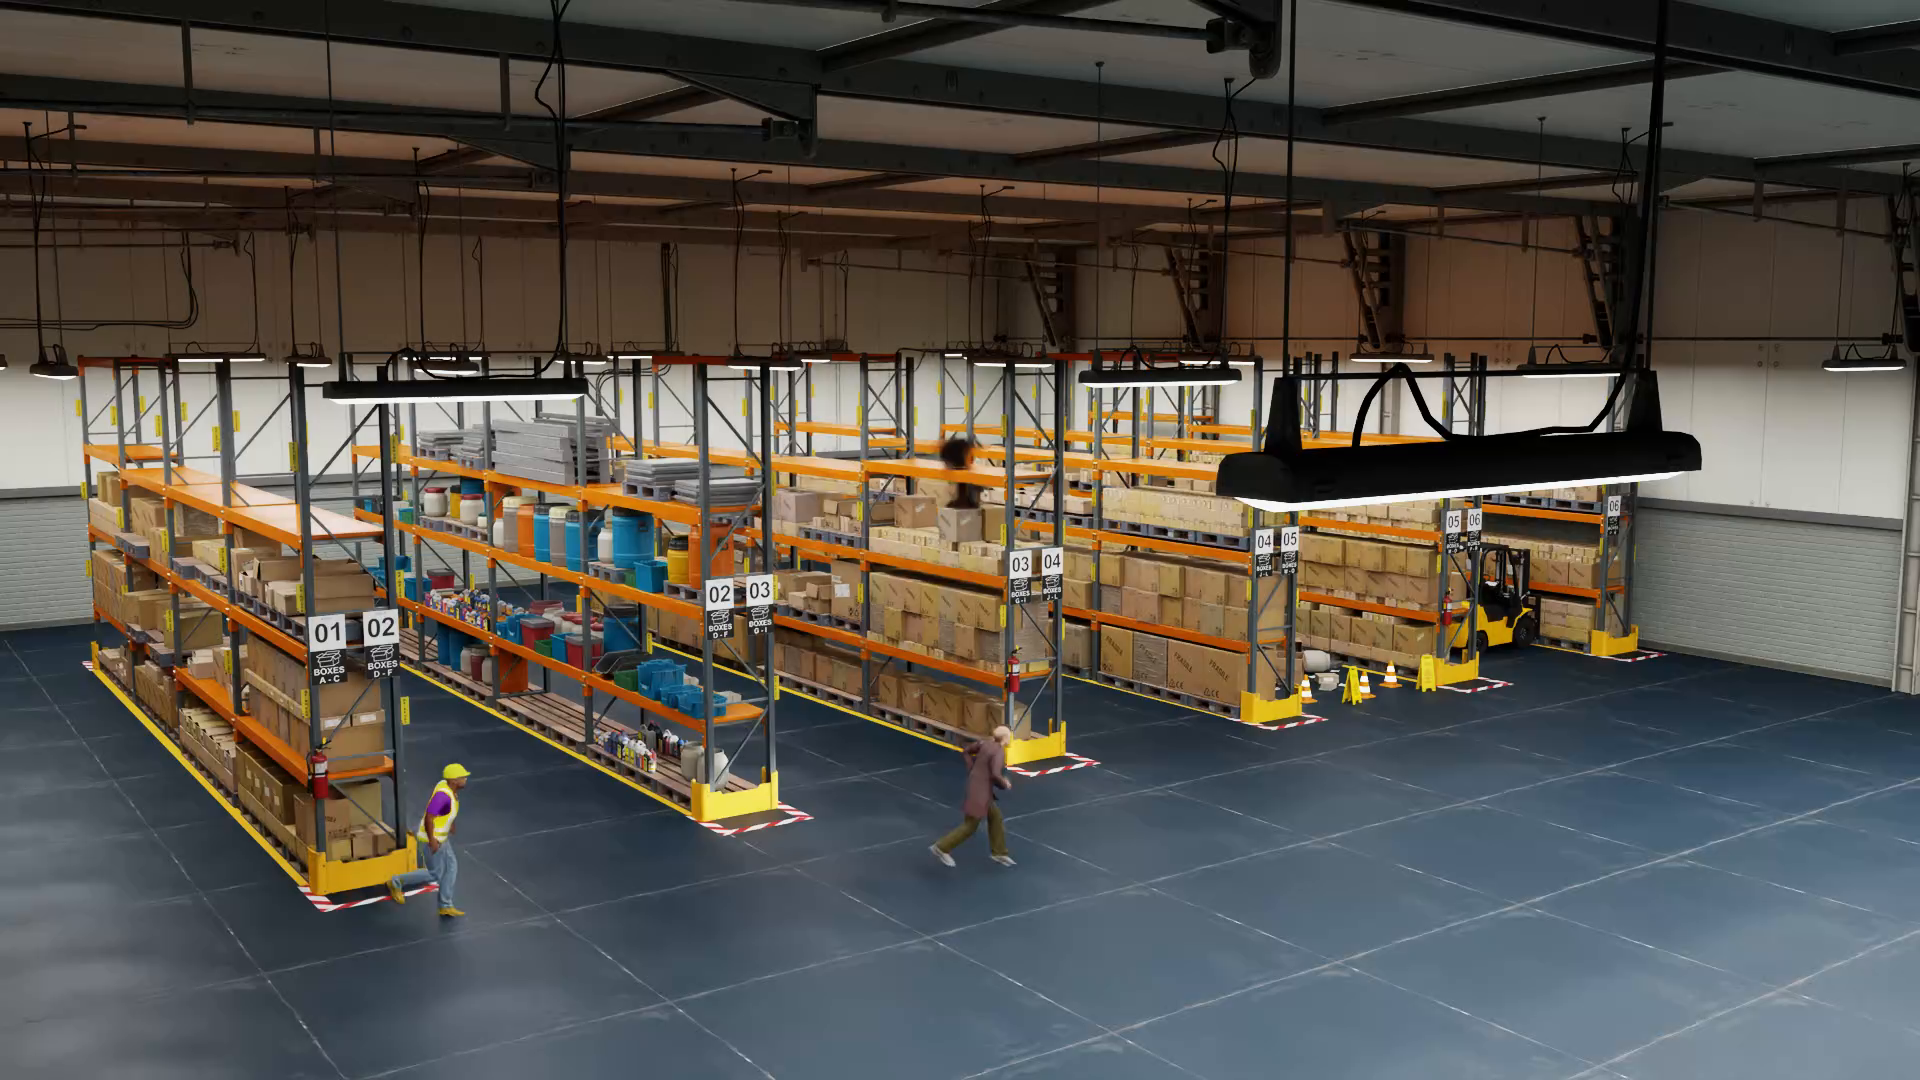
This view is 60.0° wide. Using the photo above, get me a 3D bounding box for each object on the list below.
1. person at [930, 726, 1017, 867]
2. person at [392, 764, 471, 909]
[{"bbox_3d":[0.162,3.105,19.848,1.099,1.745,0.702,-3,7,-21],"label":"person"},{"bbox_3d":[-5.798,3.263,18.254,0.870,1.616,0.704,-2,7,-14],"label":"person"}]
